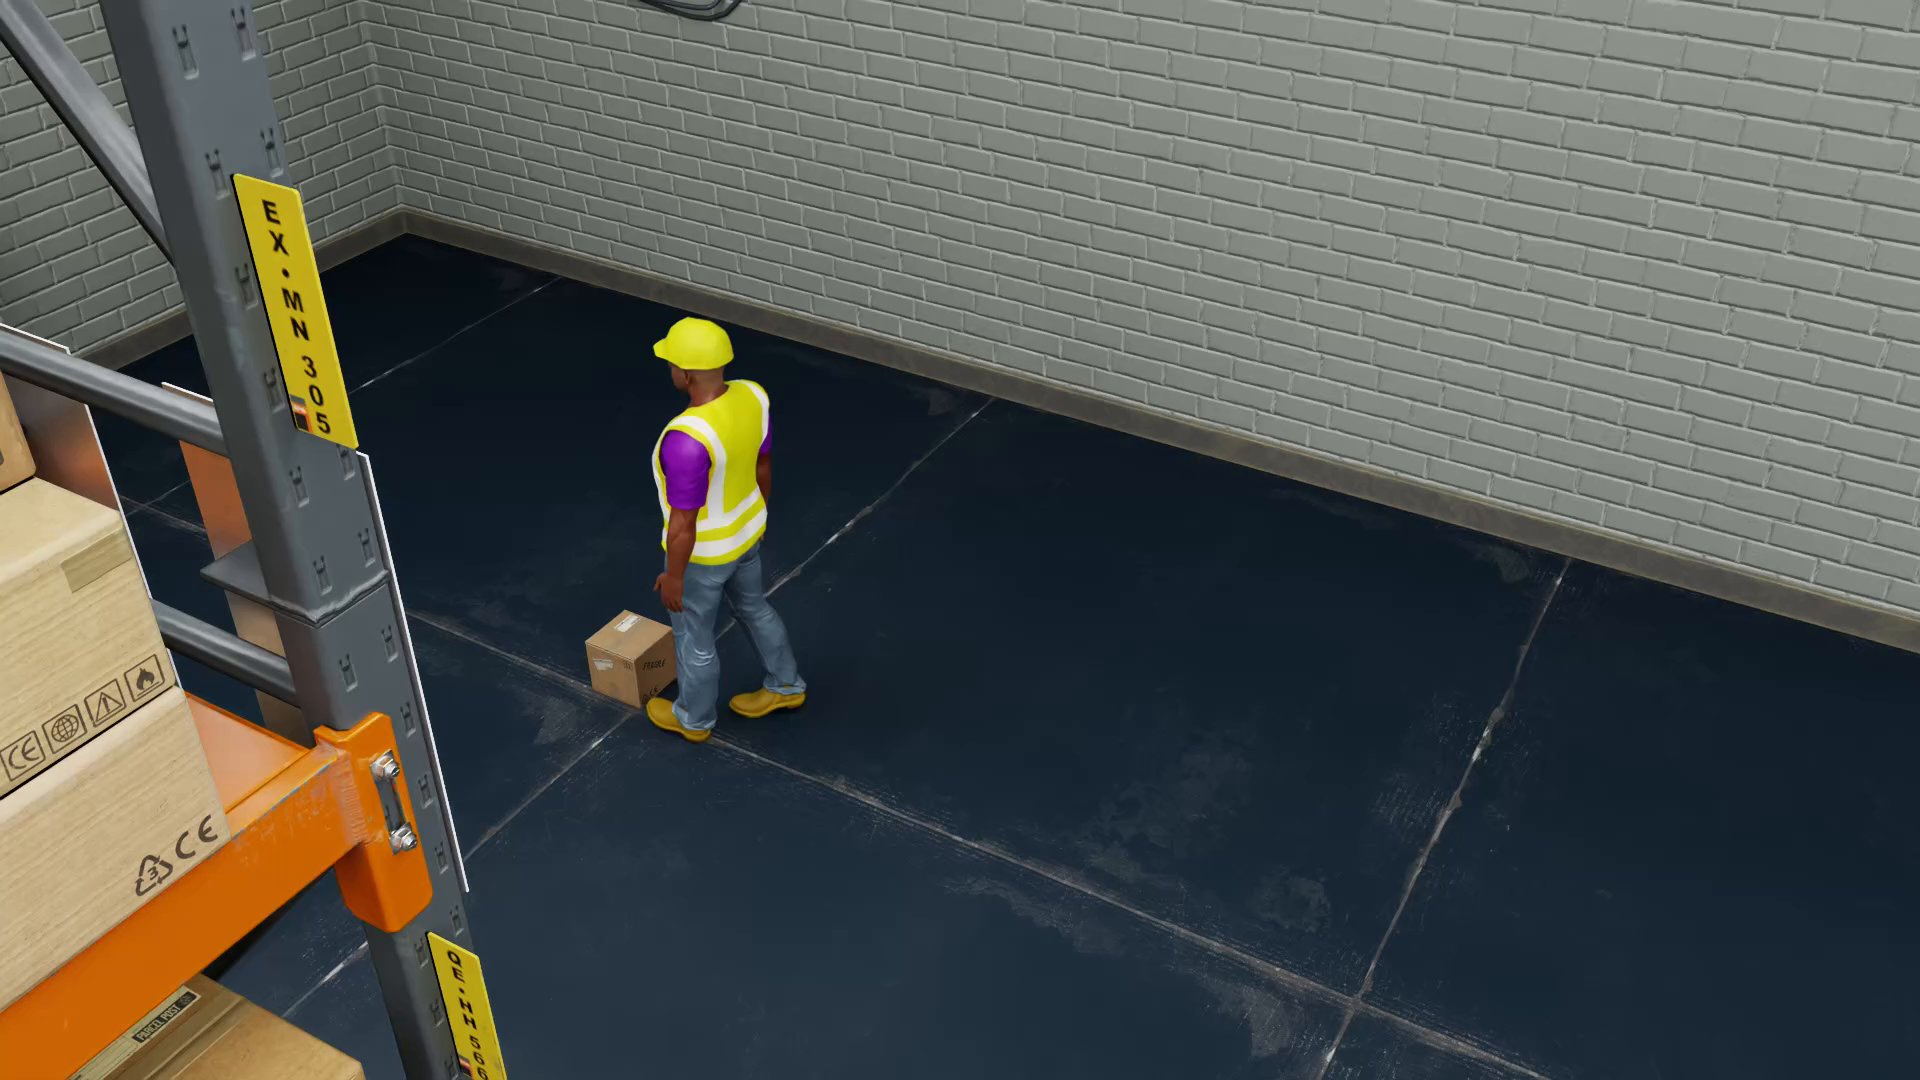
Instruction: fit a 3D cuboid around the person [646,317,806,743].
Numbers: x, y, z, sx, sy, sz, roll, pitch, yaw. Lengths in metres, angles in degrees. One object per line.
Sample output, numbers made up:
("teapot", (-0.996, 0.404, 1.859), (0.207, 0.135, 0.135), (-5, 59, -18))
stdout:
("person", (-0.954, -0.015, 6.143), (0.564, 1.773, 0.594), (15, 37, 21))
